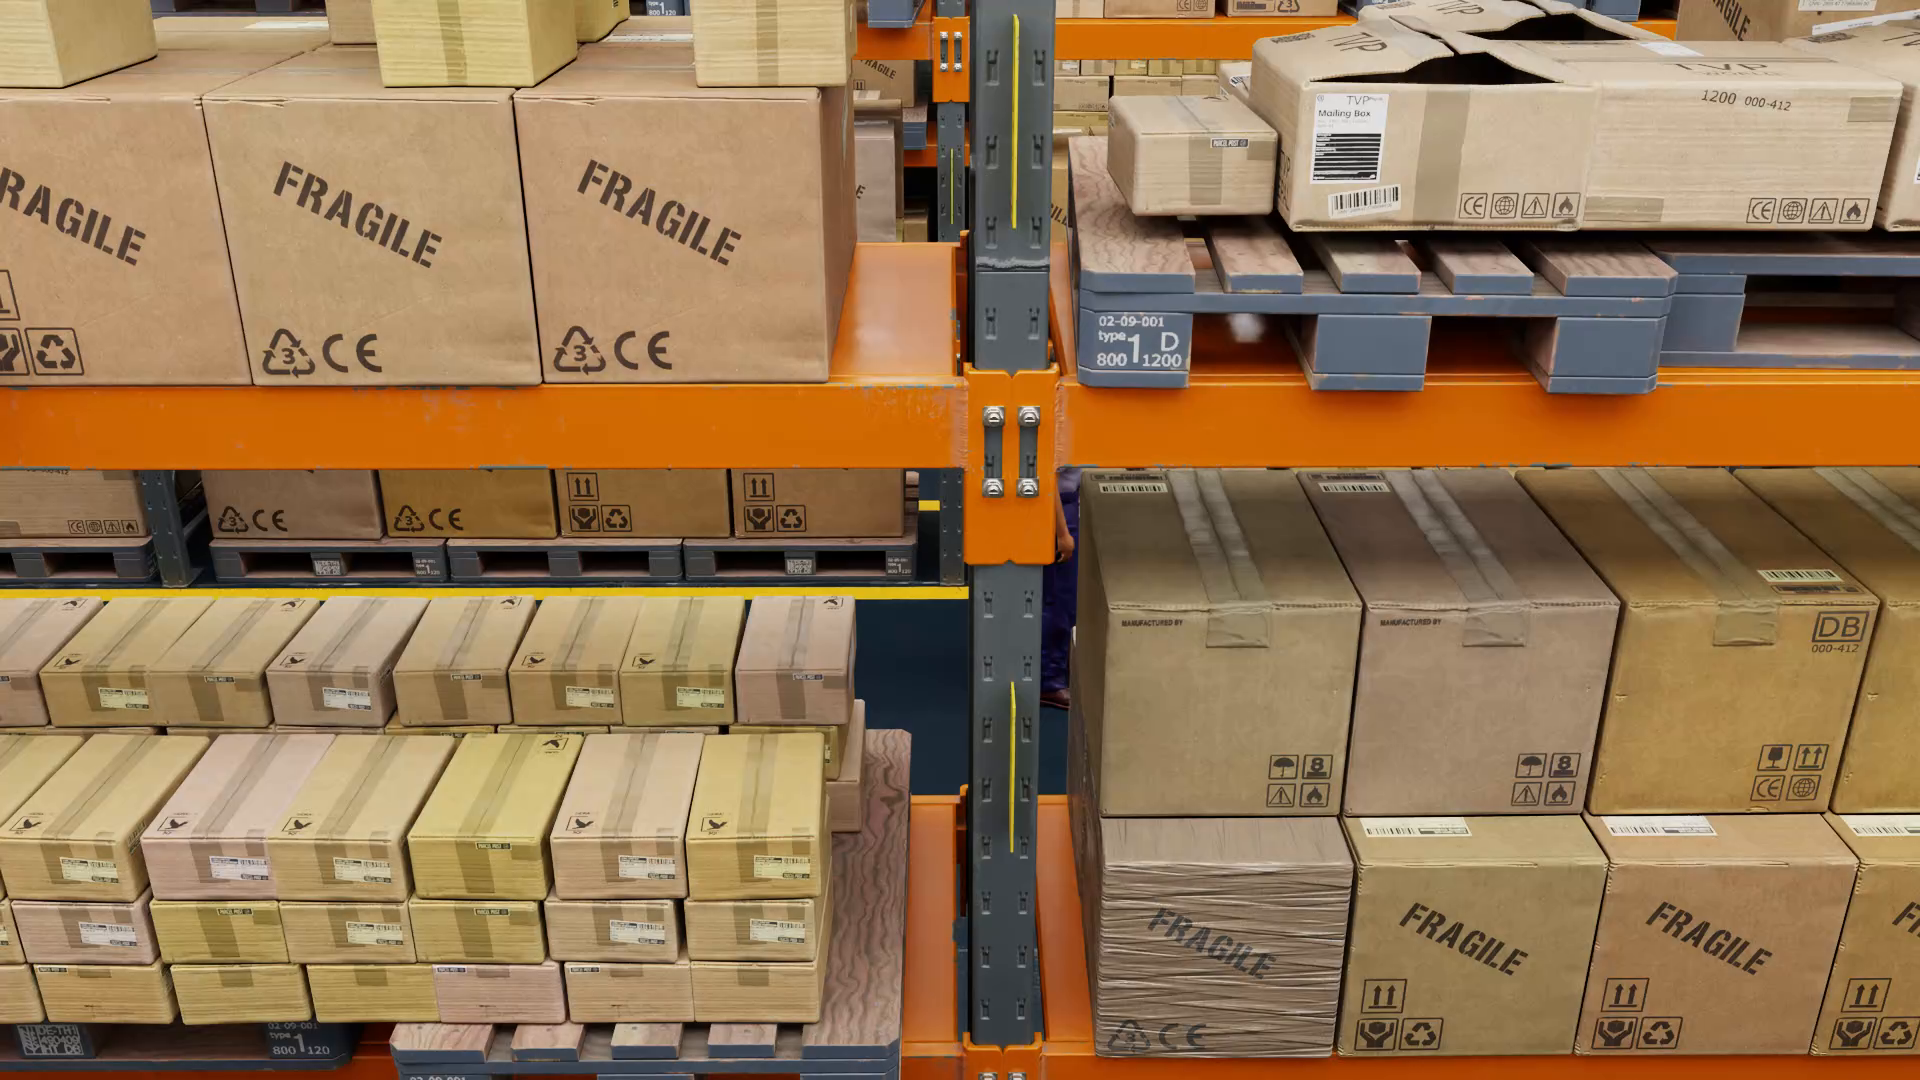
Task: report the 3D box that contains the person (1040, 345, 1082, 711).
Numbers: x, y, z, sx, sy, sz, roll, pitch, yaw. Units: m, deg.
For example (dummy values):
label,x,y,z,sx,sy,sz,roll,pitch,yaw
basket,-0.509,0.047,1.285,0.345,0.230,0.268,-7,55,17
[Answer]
label,x,y,z,sx,sy,sz,roll,pitch,yaw
person,0.411,-0.092,7.321,0.378,1.647,0.538,-1,24,-2
